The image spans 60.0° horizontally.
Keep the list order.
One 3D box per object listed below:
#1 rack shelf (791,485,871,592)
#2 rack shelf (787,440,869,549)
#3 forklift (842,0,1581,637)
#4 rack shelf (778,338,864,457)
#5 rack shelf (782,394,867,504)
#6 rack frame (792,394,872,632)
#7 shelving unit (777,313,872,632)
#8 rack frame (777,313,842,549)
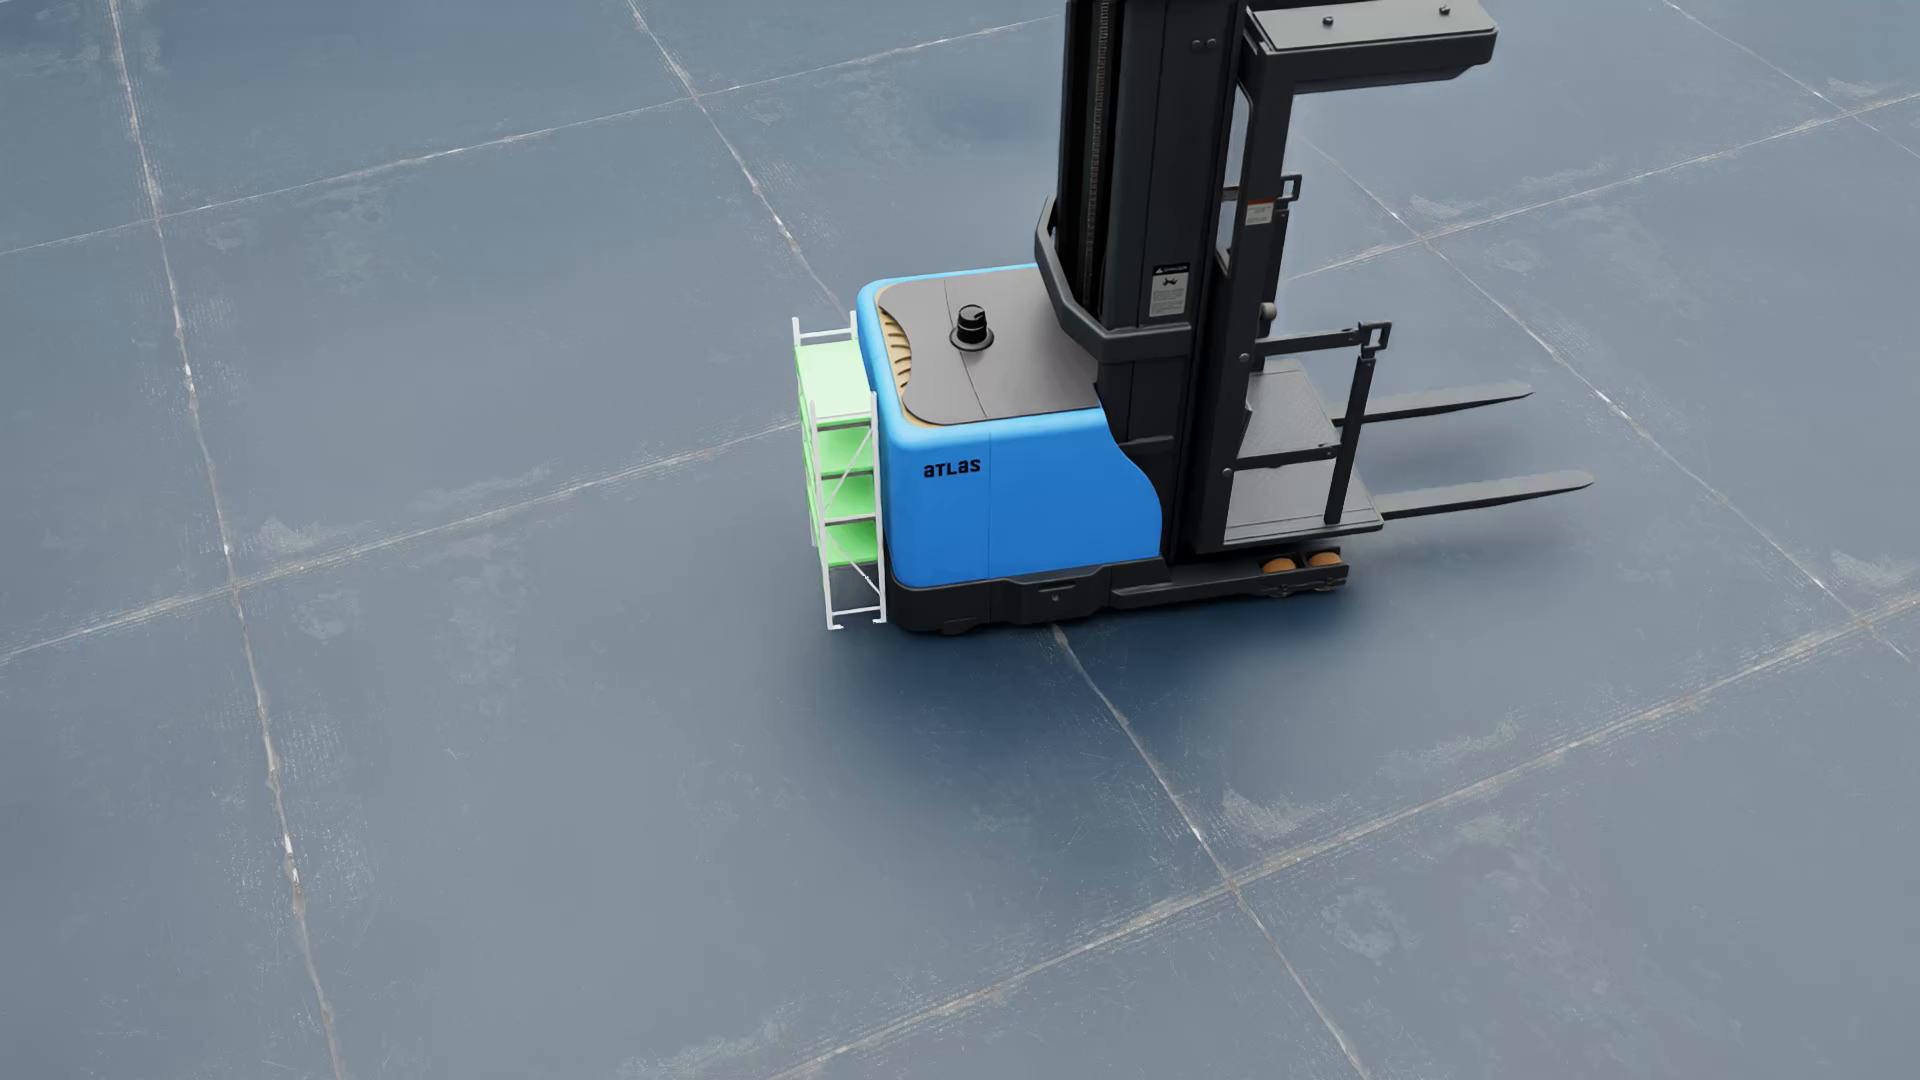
[{"bbox_3d":[-0.523,-0.026,6.724,0.258,0.148,0.480,-8,45,-8],"label":"rack shelf"},{"bbox_3d":[-0.523,-0.197,6.555,0.258,0.148,0.480,-8,45,-8],"label":"rack shelf"},{"bbox_3d":[1.085,-1.160,6.207,3.031,2.935,1.130,-7,45,-7],"label":"forklift"},{"bbox_3d":[-0.523,-0.539,6.218,0.258,0.148,0.480,-8,45,-8],"label":"rack shelf"},{"bbox_3d":[-0.523,-0.368,6.387,0.258,0.148,0.480,-8,45,-8],"label":"rack shelf"},{"bbox_3d":[-0.476,-0.074,6.340,0.240,1.200,0.015,-8,45,-8],"label":"rack frame"},{"bbox_3d":[-0.523,-0.243,6.510,0.258,1.200,0.503,-8,45,-8],"label":"shelving unit"},{"bbox_3d":[-0.569,-0.411,6.681,0.240,1.200,0.015,-8,45,-8],"label":"rack frame"}]
